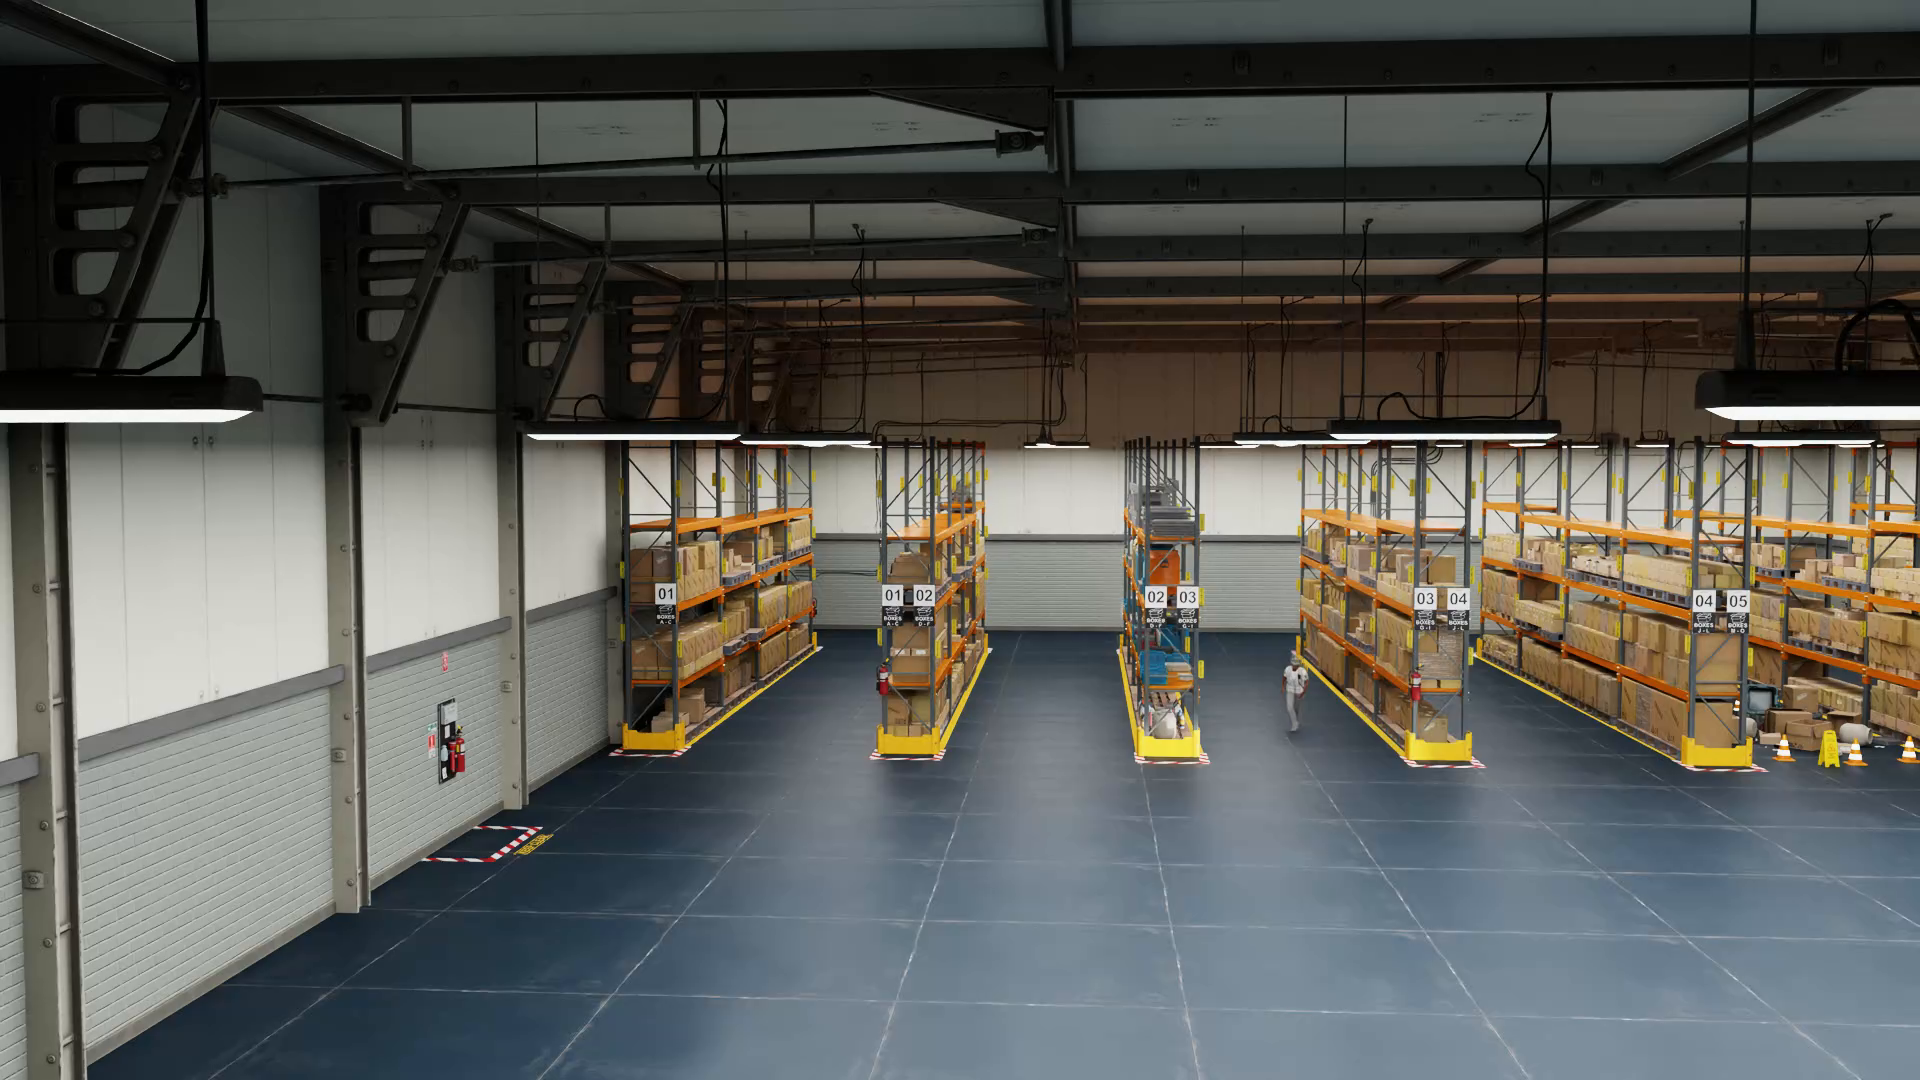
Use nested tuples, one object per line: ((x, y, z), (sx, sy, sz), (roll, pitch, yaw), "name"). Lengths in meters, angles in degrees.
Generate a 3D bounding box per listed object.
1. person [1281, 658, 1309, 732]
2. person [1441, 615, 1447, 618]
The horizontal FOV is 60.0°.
((6.913, 3.135, 34.231), (0.574, 1.509, 1.042), (1, 3, 18), "person")
((12.344, 2.593, 42.629), (0.720, 1.697, 0.616), (1, 3, 23), "person")
